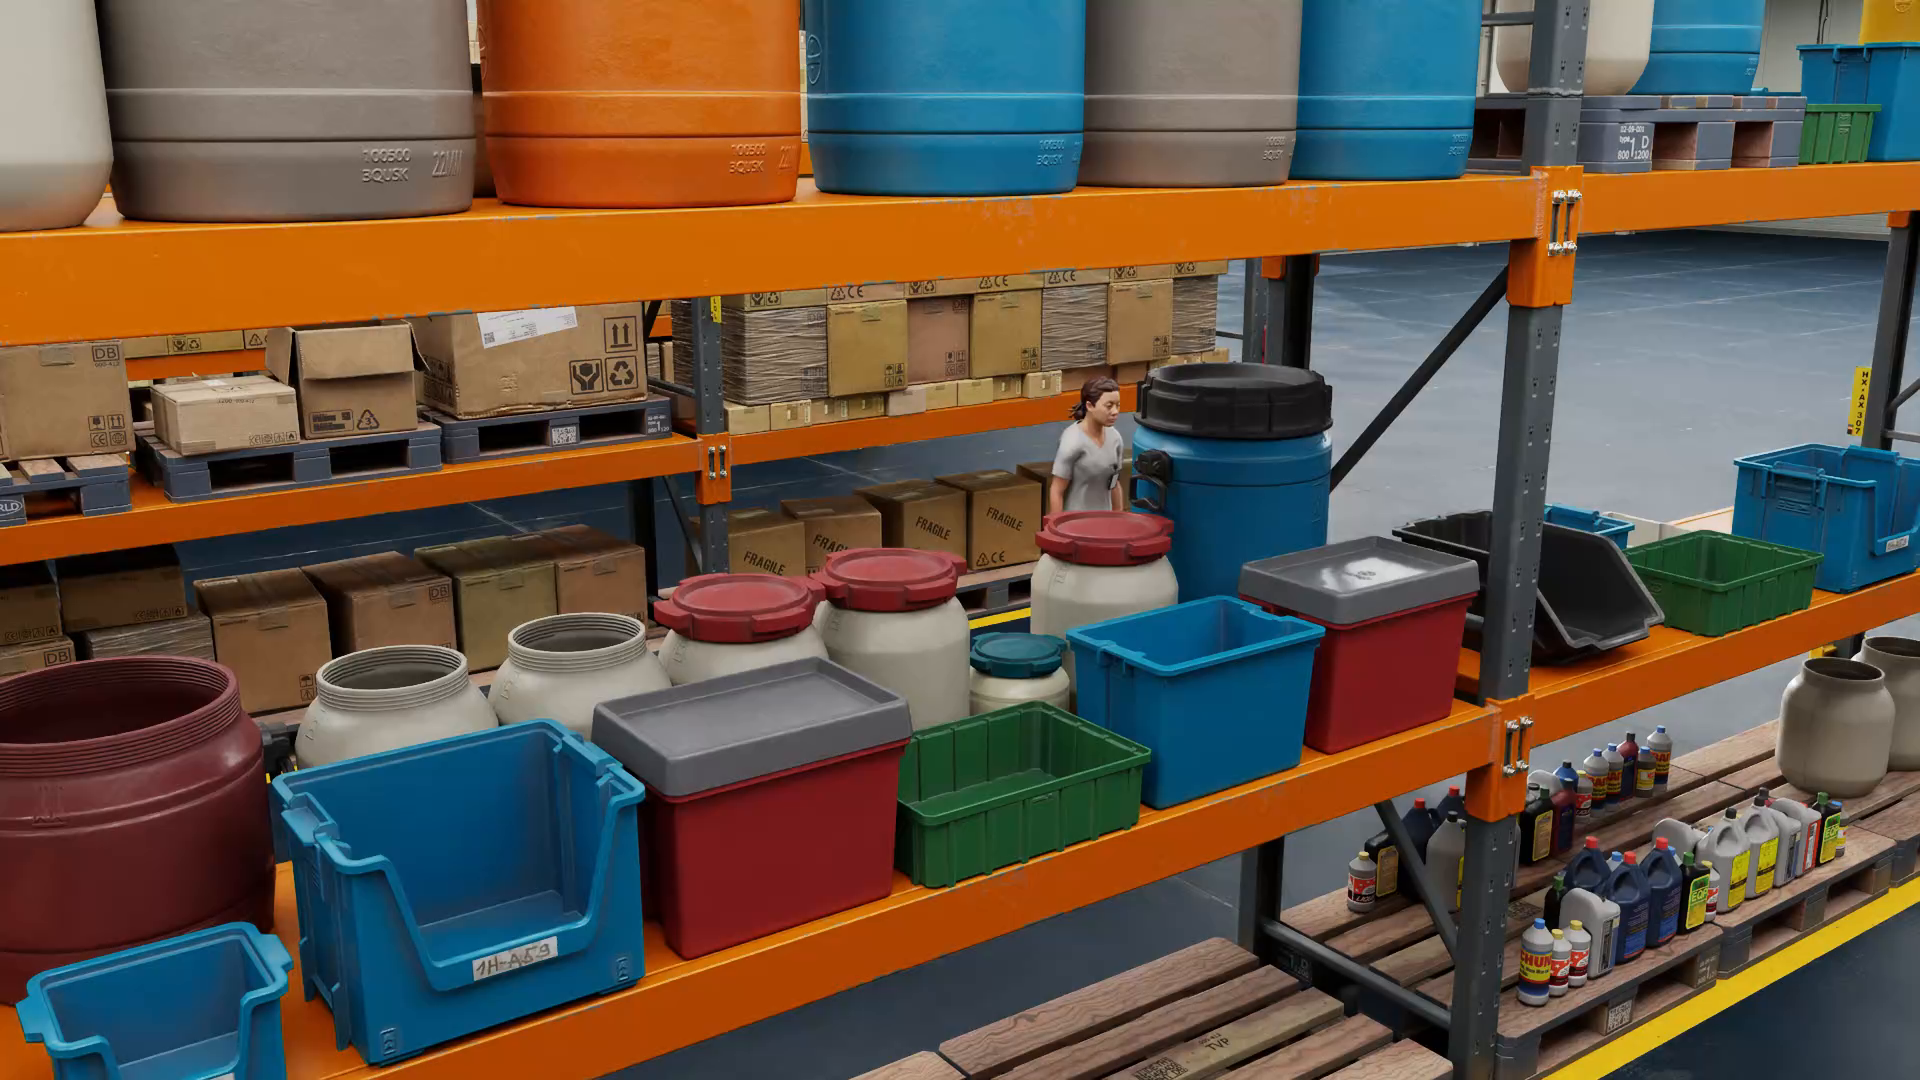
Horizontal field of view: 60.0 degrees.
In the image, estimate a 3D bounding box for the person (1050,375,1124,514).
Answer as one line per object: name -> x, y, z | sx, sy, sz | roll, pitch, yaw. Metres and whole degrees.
person -> 0.678, -0.020, 8.590 | 0.514, 1.673, 0.409 | -11, 18, -38
